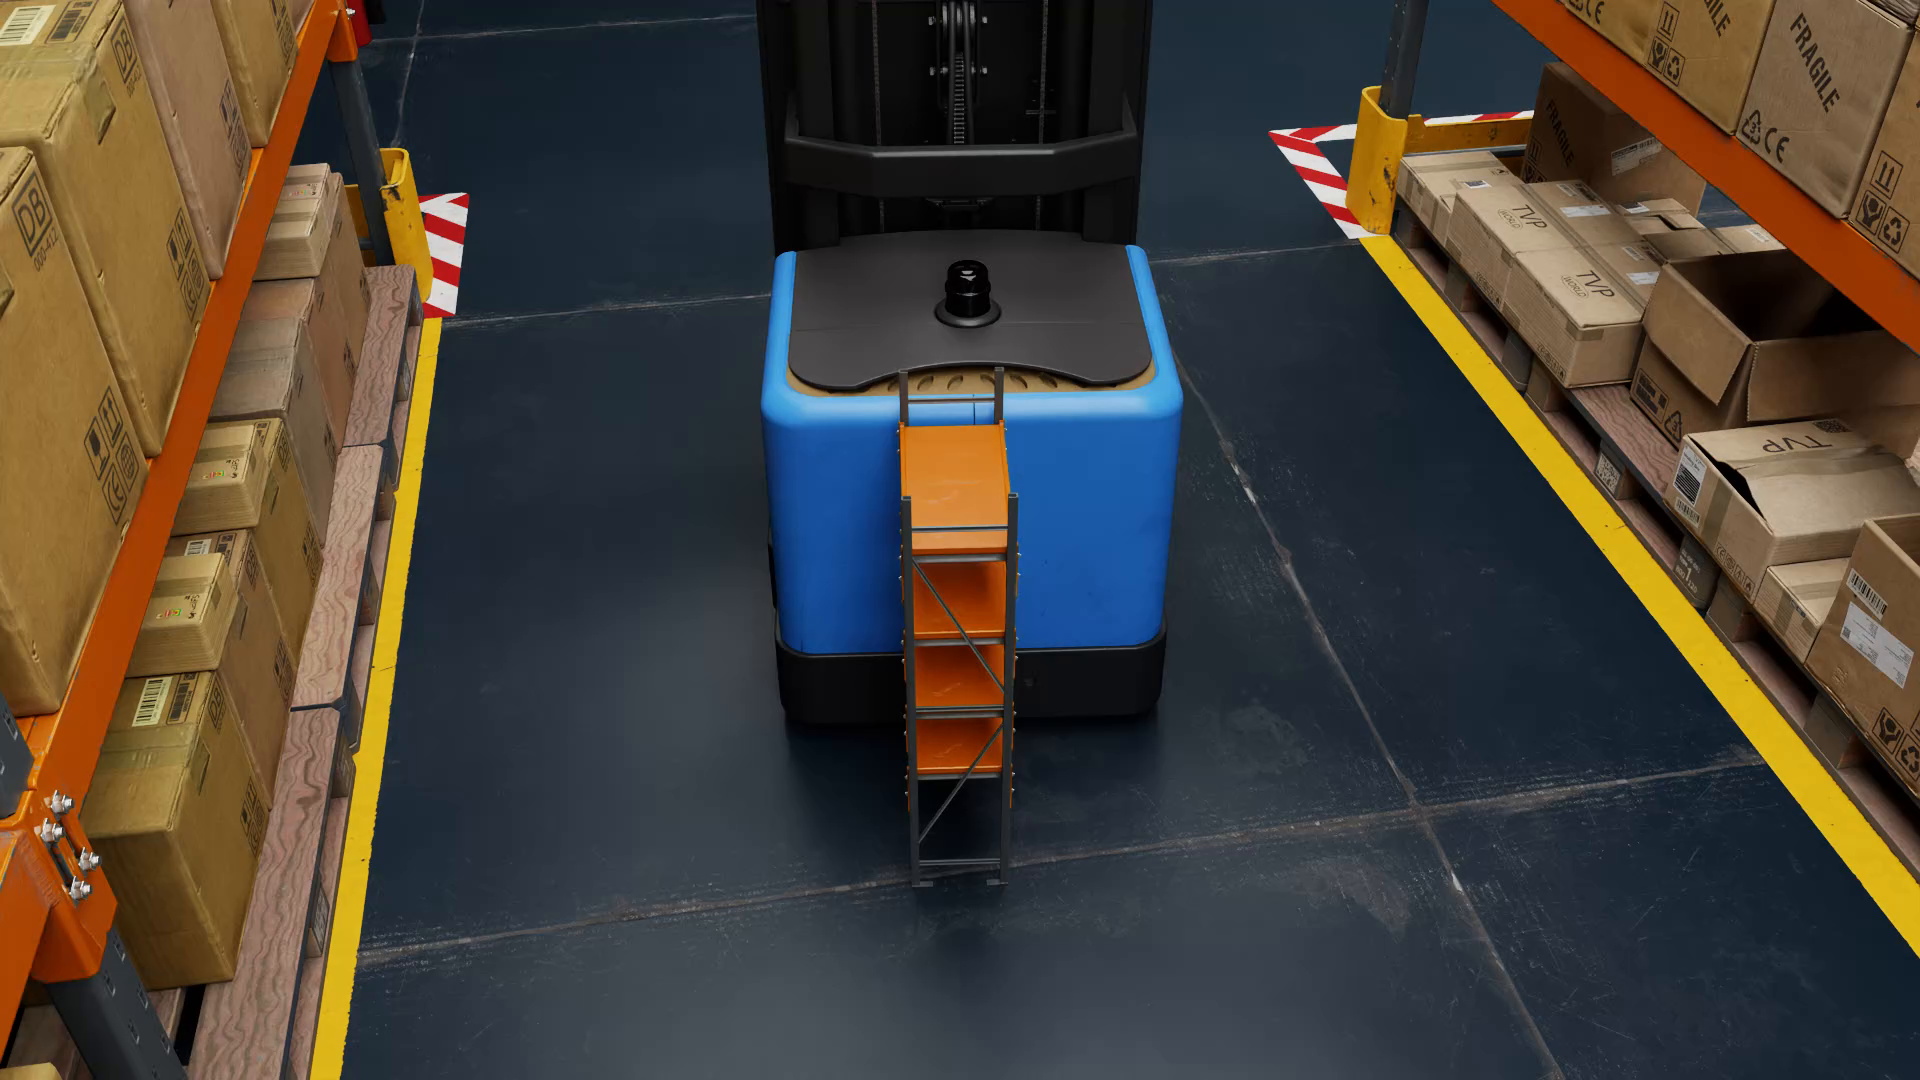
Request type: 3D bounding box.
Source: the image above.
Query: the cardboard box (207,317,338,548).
[{"bbox_3d":[-2.255,-0.277,4.857,0.700,0.500,0.500,-7,38,-9],"label":"cardboard box"}]

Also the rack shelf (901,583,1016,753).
[{"bbox_3d":[-0.010,0.288,4.011,0.258,0.148,0.480,-1,38,-2],"label":"rack shelf"}]

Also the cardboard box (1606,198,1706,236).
[{"bbox_3d":[2.544,-1.150,6.236,0.380,0.166,0.250,-6,38,-8],"label":"cardboard box"}]

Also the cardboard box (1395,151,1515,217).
[{"bbox_3d":[1.959,-1.410,6.585,0.380,0.149,0.250,-6,38,-8],"label":"cardboard box"}]

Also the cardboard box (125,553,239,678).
[{"bbox_3d":[-1.862,0.175,3.746,0.380,0.149,0.250,-5,38,-6],"label":"cardboard box"}]

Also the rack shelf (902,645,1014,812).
[{"bbox_3d":[-0.010,0.445,4.133,0.258,0.148,0.480,-1,38,-2],"label":"rack shelf"}]

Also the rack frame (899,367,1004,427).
[{"bbox_3d":[-0.020,0.085,4.162,0.240,1.200,0.015,-1,38,-2],"label":"rack frame"}]

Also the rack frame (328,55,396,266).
[{"bbox_3d":[-2.653,-2.116,5.529,1.000,3.000,0.127,-6,38,-8],"label":"rack frame"}]

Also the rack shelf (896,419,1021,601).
[{"bbox_3d":[-0.010,-0.075,3.729,0.258,0.148,0.480,-1,38,-2],"label":"rack shelf"}]

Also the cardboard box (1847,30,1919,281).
[{"bbox_3d":[2.493,-0.861,3.831,0.500,0.500,0.500,-5,38,-7],"label":"cardboard box"}]

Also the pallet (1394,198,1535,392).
[{"bbox_3d":[2.378,-1.023,6.395,1.003,0.211,1.213,-6,38,-8],"label":"pallet"}]

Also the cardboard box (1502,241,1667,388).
[{"bbox_3d":[2.215,-0.776,5.687,0.500,0.250,0.500,-6,38,-8],"label":"cardboard box"}]

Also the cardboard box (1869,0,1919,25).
[{"bbox_3d":[2.401,-1.561,3.918,0.500,0.500,0.500,-6,38,-8],"label":"cardboard box"}]

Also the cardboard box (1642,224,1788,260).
[{"bbox_3d":[2.698,-0.860,5.795,0.500,0.250,0.500,-6,38,-8],"label":"cardboard box"}]

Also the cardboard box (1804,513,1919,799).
[{"bbox_3d":[2.546,0.264,4.144,0.500,0.500,0.500,-6,38,-8],"label":"cardboard box"}]

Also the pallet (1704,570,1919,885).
[{"bbox_3d":[2.805,0.451,4.498,1.003,0.211,1.213,-6,38,-8],"label":"pallet"}]

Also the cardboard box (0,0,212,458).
[{"bbox_3d":[-2.153,-0.590,3.320,0.980,0.700,0.700,-7,38,-9],"label":"cardboard box"}]

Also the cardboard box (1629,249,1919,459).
[{"bbox_3d":[2.590,-0.558,5.199,0.797,0.503,0.637,-6,38,-8],"label":"cardboard box"}]

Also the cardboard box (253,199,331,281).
[{"bbox_3d":[-2.184,-0.927,5.165,0.380,0.149,0.250,-5,38,-7],"label":"cardboard box"}]

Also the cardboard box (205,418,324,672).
[{"bbox_3d":[-2.154,0.044,4.443,0.700,0.500,0.500,-5,38,-7],"label":"cardboard box"}]

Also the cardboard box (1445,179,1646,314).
[{"bbox_3d":[2.127,-1.078,6.076,0.500,0.250,0.500,-6,38,-8],"label":"cardboard box"}]

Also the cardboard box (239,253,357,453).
[{"bbox_3d":[-2.344,-0.581,5.248,0.700,0.500,0.500,-6,38,-8],"label":"cardboard box"}]

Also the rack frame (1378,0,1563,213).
[{"bbox_3d":[2.224,-2.652,6.218,1.000,3.000,0.127,-6,38,-8],"label":"rack frame"}]

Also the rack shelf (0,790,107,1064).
[{"bbox_3d":[-1.601,1.792,1.085,1.077,0.370,4.000,-6,38,-8],"label":"rack shelf"}]

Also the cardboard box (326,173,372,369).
[{"bbox_3d":[-2.431,-0.883,5.637,0.700,0.500,0.500,-6,38,-8],"label":"cardboard box"}]

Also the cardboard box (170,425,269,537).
[{"bbox_3d":[-1.954,-0.140,4.151,0.380,0.149,0.250,-7,38,-9],"label":"cardboard box"}]

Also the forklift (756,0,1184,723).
[{"bbox_3d":[-0.025,-1.543,4.847,1.130,2.935,3.031,-1,38,-2],"label":"forklift"}]

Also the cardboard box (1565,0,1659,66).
[{"bbox_3d":[2.223,-1.780,5.015,0.500,0.500,0.500,-6,38,-8],"label":"cardboard box"}]

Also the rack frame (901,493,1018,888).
[{"bbox_3d":[0.000,0.384,3.777,0.240,1.200,0.015,-1,38,-2],"label":"rack frame"}]

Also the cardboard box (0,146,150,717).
[{"bbox_3d":[-2.030,-0.148,2.751,0.980,0.700,0.700,-6,38,-7],"label":"cardboard box"}]

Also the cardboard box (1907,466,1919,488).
[{"bbox_3d":[2.903,-0.089,4.870,0.380,0.166,0.250,-6,38,-8],"label":"cardboard box"}]

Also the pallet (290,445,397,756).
[{"bbox_3d":[-2.225,0.195,4.827,1.003,0.211,1.213,-6,38,-8],"label":"pallet"}]

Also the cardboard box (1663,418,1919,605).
[{"bbox_3d":[2.414,-0.114,4.785,0.500,0.311,0.500,-6,38,-8],"label":"cardboard box"}]

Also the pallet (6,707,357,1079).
[{"bbox_3d":[-2.008,0.933,3.877,1.003,0.211,1.213,-6,38,-8],"label":"pallet"}]

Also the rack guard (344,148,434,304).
[{"bbox_3d":[-2.657,-1.144,6.315,1.175,0.500,0.348,-6,38,-8],"label":"rack guard"}]

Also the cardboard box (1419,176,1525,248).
[{"bbox_3d":[2.003,-1.266,6.385,0.380,0.166,0.250,-6,38,-8],"label":"cardboard box"}]

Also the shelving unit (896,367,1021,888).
[{"bbox_3d":[-0.010,0.235,3.970,0.258,1.200,0.503,-1,38,-2],"label":"shelving unit"}]

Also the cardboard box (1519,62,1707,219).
[{"bbox_3d":[2.561,-1.536,6.461,0.500,0.500,0.500,-6,38,-8],"label":"cardboard box"}]

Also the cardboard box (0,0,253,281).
[{"bbox_3d":[-2.290,-1.028,3.884,0.980,0.700,0.700,-8,39,-10],"label":"cardboard box"}]

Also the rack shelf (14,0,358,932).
[{"bbox_3d":[-2.302,-0.624,4.195,1.077,0.370,4.000,-6,38,-8],"label":"rack shelf"}]

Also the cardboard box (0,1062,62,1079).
[{"bbox_3d":[-1.709,1.361,2.463,0.750,0.750,0.750,-6,38,-7],"label":"cardboard box"}]

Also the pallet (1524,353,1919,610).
[{"bbox_3d":[2.588,-0.288,5.448,1.003,0.211,1.213,-6,38,-8],"label":"pallet"}]

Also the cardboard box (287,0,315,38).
[{"bbox_3d":[-2.553,-1.928,5.042,0.980,0.700,0.700,-5,38,-6],"label":"cardboard box"}]

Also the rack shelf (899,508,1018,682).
[{"bbox_3d":[-0.010,0.111,3.874,0.258,0.148,0.480,-1,38,-2],"label":"rack shelf"}]

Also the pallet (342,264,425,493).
[{"bbox_3d":[-2.435,-0.541,5.774,1.003,0.211,1.213,-6,38,-8],"label":"pallet"}]

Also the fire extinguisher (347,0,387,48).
[{"bbox_3d":[-2.225,-2.079,5.849,0.296,0.674,0.183,-6,38,-8],"label":"fire extinguisher"}]

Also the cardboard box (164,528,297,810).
[{"bbox_3d":[-2.066,0.354,4.044,0.700,0.500,0.500,-7,38,-8],"label":"cardboard box"}]

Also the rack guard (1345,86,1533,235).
[{"bbox_3d":[2.237,-1.618,6.926,1.175,0.500,0.348,-6,38,-8],"label":"rack guard"}]

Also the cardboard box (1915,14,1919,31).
[{"bbox_3d":[2.489,-1.257,3.526,0.500,0.500,0.500,-7,38,-9],"label":"cardboard box"}]

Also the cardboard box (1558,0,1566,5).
[{"bbox_3d":[2.137,-2.084,5.405,0.500,0.500,0.500,-7,38,-8],"label":"cardboard box"}]

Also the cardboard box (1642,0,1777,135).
[{"bbox_3d":[2.309,-1.478,4.626,0.500,0.500,0.500,-6,38,-7],"label":"cardboard box"}]

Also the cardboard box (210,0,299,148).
[{"bbox_3d":[-2.415,-1.490,4.478,0.980,0.700,0.700,-7,38,-8],"label":"cardboard box"}]

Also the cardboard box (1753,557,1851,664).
[{"bbox_3d":[2.421,0.183,4.535,0.380,0.149,0.250,-6,38,-8],"label":"cardboard box"}]

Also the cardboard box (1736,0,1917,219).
[{"bbox_3d":[2.401,-1.171,4.230,0.500,0.500,0.500,-5,38,-7],"label":"cardboard box"}]

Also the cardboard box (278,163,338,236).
[{"bbox_3d":[-2.230,-1.081,5.363,0.380,0.149,0.250,-7,38,-8],"label":"cardboard box"}]

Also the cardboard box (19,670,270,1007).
[{"bbox_3d":[-1.982,0.658,3.653,0.700,0.500,0.500,-6,38,-7],"label":"cardboard box"}]
